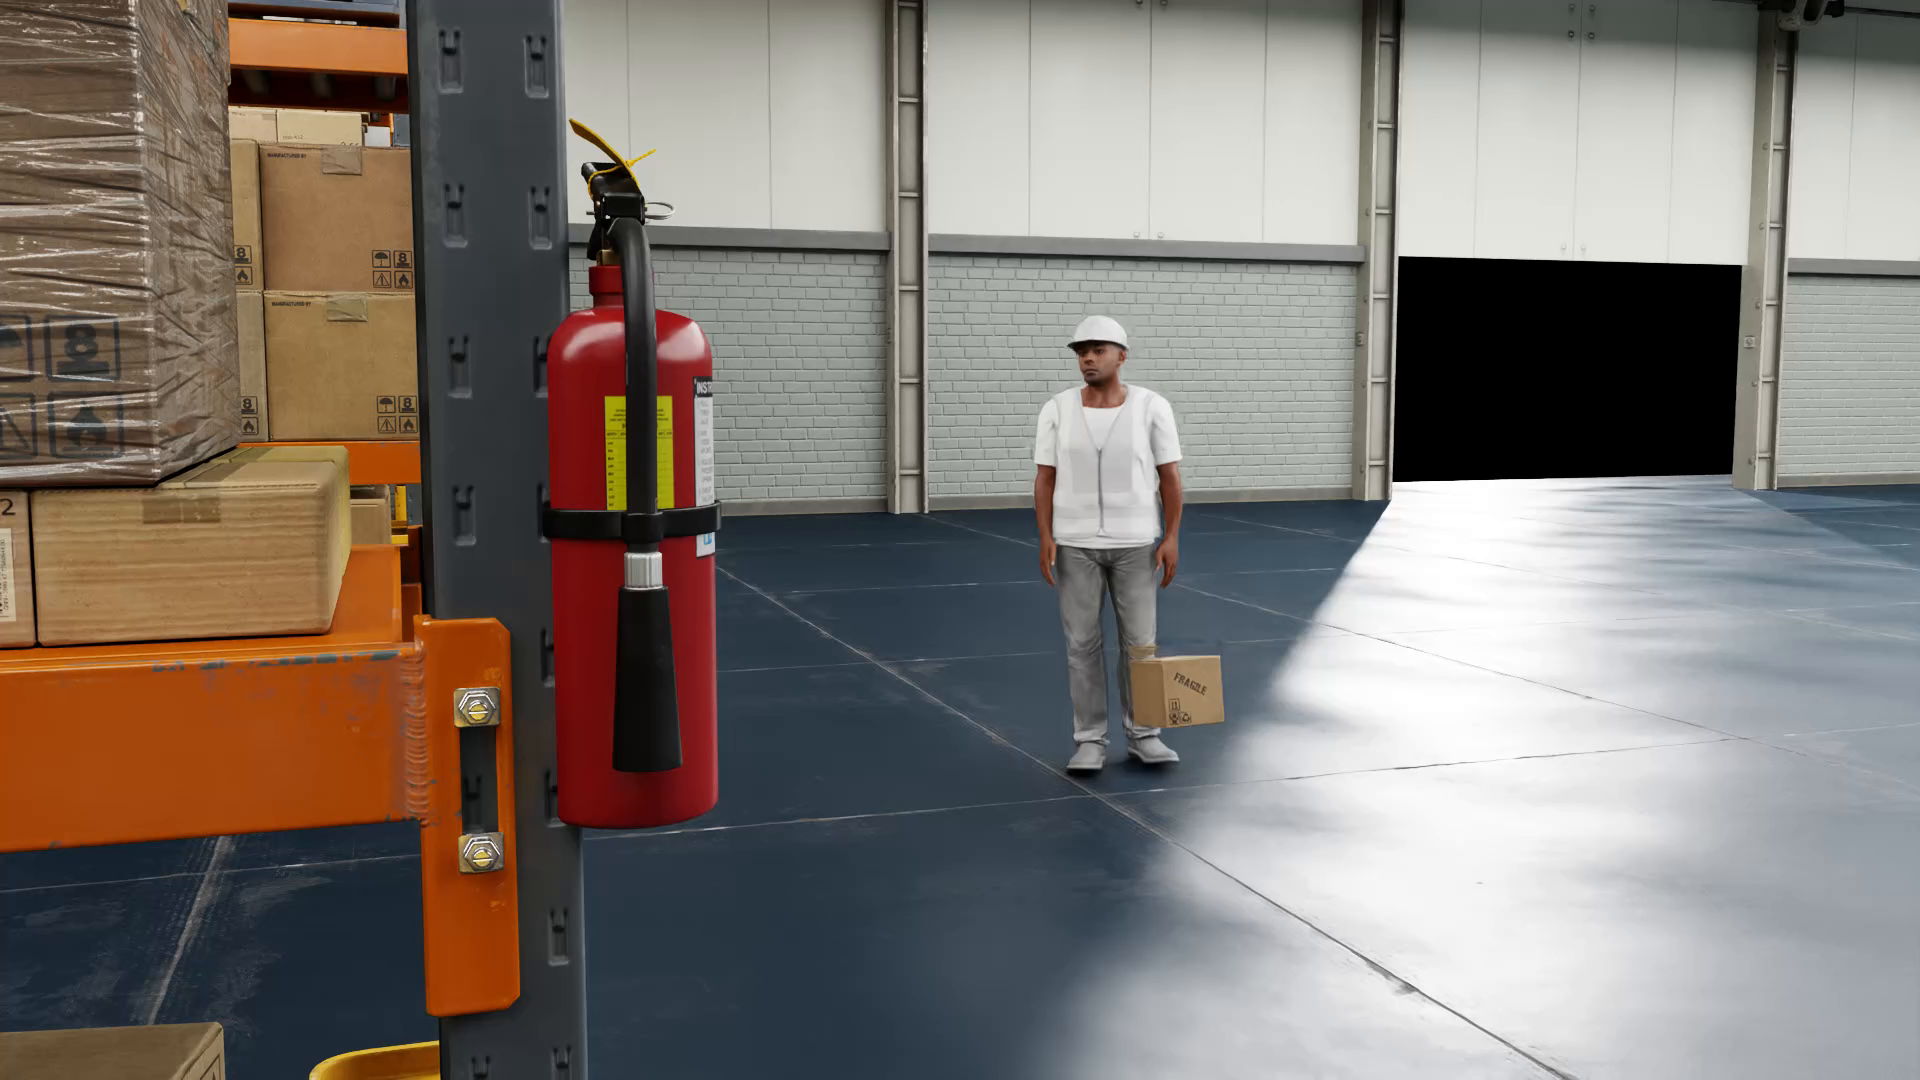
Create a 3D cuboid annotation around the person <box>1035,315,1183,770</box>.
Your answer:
[{"bbox_3d":[0.575,0.016,6.493,0.580,1.776,0.431,1,6,9],"label":"person"}]
